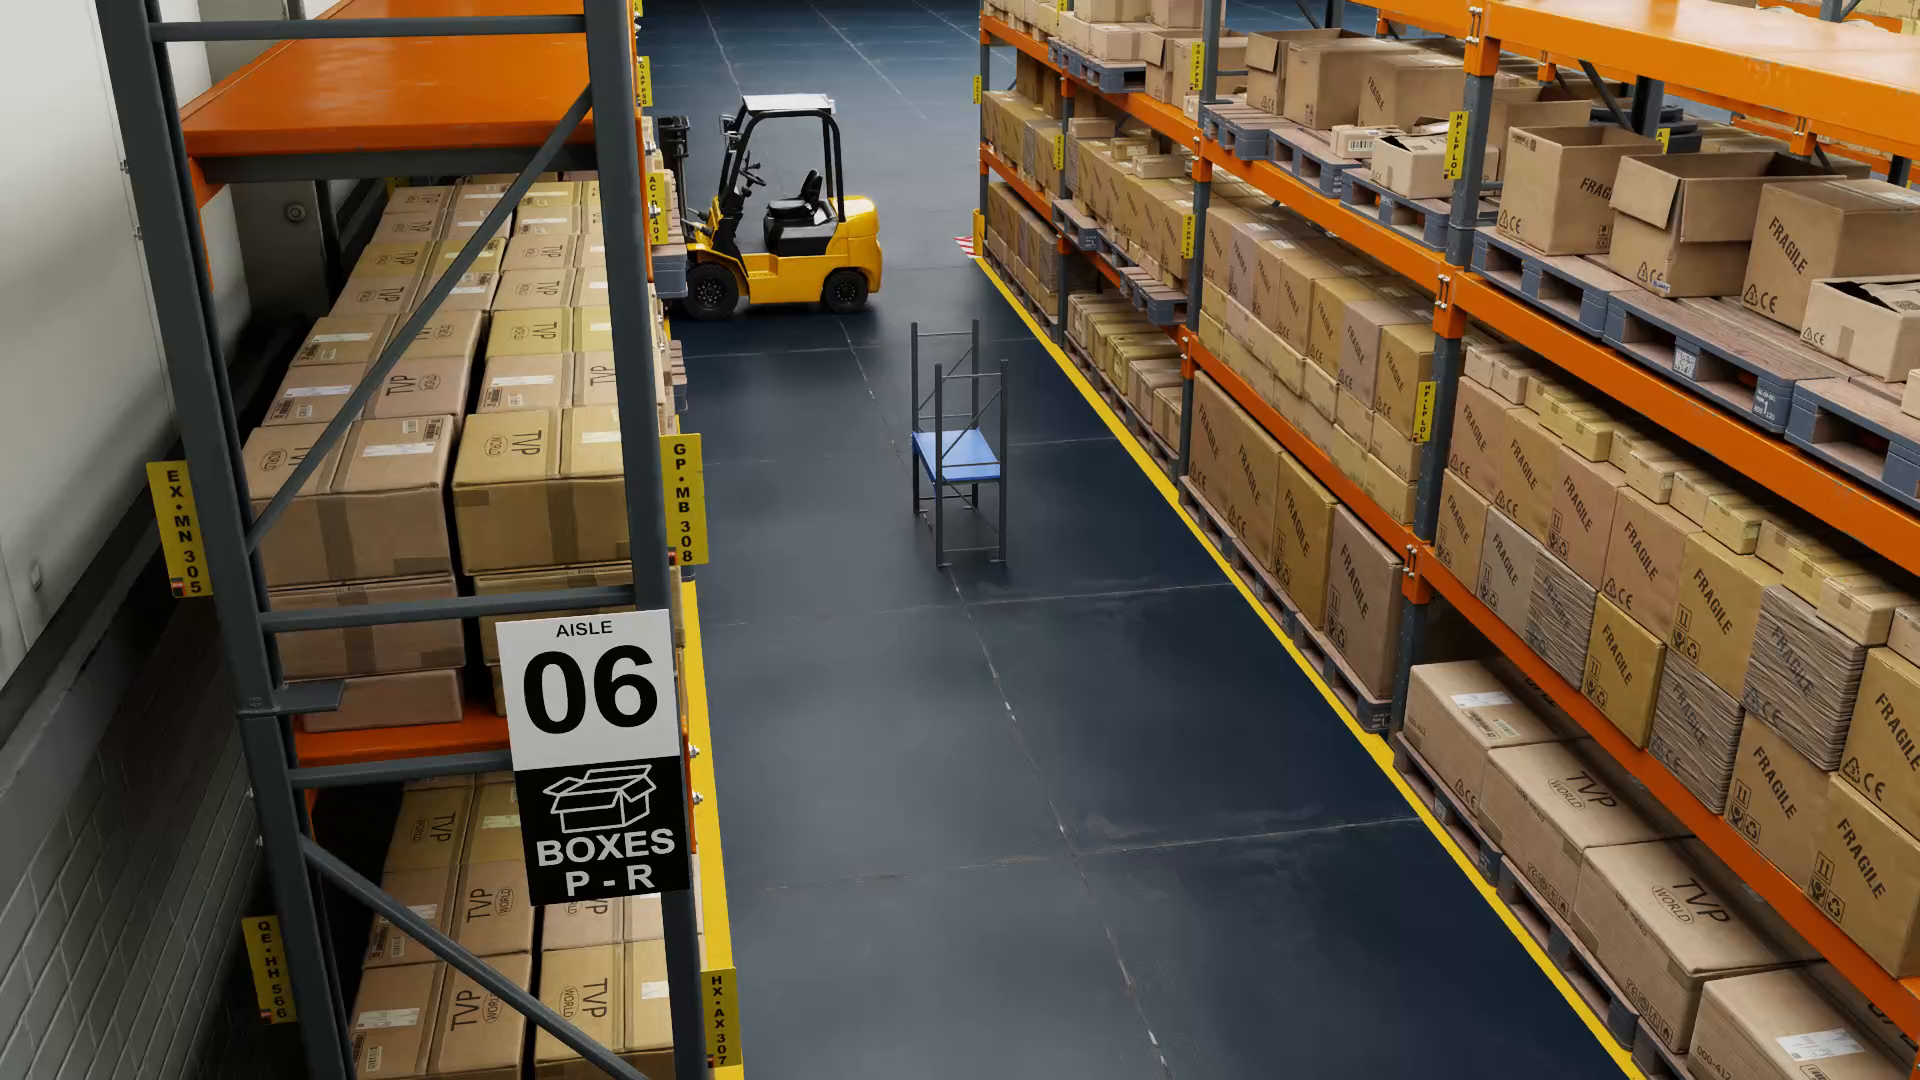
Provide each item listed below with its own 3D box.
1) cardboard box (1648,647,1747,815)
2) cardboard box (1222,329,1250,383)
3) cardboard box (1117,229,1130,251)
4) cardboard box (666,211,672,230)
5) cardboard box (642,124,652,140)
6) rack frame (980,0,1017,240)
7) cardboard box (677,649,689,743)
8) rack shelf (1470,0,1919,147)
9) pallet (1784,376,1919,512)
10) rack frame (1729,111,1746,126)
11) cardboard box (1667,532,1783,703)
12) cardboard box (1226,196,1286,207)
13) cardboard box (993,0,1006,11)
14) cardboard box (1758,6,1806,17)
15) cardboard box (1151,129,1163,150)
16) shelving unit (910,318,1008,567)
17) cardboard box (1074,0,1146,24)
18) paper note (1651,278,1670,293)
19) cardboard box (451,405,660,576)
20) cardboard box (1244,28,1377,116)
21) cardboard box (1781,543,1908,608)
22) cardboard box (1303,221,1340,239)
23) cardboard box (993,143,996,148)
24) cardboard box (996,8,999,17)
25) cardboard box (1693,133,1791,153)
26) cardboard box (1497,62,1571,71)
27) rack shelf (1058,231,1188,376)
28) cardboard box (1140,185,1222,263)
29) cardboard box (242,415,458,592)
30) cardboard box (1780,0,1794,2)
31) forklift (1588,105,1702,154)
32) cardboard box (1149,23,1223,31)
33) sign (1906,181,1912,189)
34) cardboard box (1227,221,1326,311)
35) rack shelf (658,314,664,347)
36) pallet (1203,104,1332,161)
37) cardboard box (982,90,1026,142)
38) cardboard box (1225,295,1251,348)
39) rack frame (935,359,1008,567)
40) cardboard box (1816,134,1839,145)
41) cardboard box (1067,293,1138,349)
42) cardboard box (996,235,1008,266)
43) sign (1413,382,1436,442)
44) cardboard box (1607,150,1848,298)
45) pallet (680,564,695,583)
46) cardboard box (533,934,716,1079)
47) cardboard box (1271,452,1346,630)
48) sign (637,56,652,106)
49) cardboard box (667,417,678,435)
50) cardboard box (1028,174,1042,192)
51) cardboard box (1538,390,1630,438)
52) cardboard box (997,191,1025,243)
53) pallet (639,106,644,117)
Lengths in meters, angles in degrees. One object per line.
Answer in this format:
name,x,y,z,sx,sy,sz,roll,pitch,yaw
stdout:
cardboard box,3.167,0.739,6.684,0.500,0.500,0.500,-4,24,-8
cardboard box,2.176,-1.311,11.691,0.500,0.250,0.500,-5,24,-11
cardboard box,1.564,-2.584,14.207,0.380,0.149,0.250,-5,24,-11
cardboard box,-1.596,-1.598,8.078,0.380,0.149,0.250,-4,24,-9
cardboard box,-1.848,-2.135,8.935,0.380,0.149,0.250,-4,24,-9
rack frame,0.741,-4.938,19.808,1.000,3.000,0.127,-4,24,-10
cardboard box,-1.275,0.525,6.180,0.500,0.500,0.500,-4,24,-8
rack shelf,3.329,-1.667,6.223,1.077,0.370,4.000,-4,24,-10
pallet,3.552,-0.270,5.482,1.003,0.211,1.213,-4,24,-10
rack frame,10.480,-5.671,21.488,1.000,3.000,0.127,-4,24,-10
cardboard box,3.162,0.281,6.484,0.500,0.500,0.500,-4,24,-10
cardboard box,2.364,-2.360,12.884,0.500,0.500,0.500,-5,24,-11
cardboard box,0.655,-5.964,18.225,0.500,0.250,0.500,-5,24,-11
cardboard box,6.961,-4.469,14.450,0.500,0.311,0.500,-5,24,-11
cardboard box,1.928,-3.601,14.917,0.380,0.149,0.250,-5,24,-11
shelving unit,-0.016,-0.721,12.027,0.538,1.500,1.048,-4,24,-10
cardboard box,1.297,-4.637,14.410,0.500,0.250,0.500,-5,24,-11
paper note,2.739,-0.997,6.507,0.006,0.032,0.123,-4,24,-10
cardboard box,-1.013,-0.140,4.266,0.500,0.250,0.500,-5,24,-10
cardboard box,2.438,-3.268,11.584,0.797,0.503,0.637,-6,24,-13
cardboard box,3.229,0.132,6.015,0.380,0.149,0.250,-4,24,-9
cardboard box,2.676,-1.910,11.501,0.500,0.500,0.500,-4,24,-9
cardboard box,0.600,-4.674,19.518,0.380,0.149,0.250,-4,24,-10
cardboard box,0.619,-5.946,18.683,0.380,0.149,0.250,-5,24,-11
cardboard box,6.801,-3.279,14.636,0.700,0.500,0.500,-5,24,-11
cardboard box,6.111,-4.912,18.213,0.875,0.550,0.550,-4,24,-10
rack shelf,1.850,-2.248,14.549,1.077,0.370,4.000,-4,24,-10
cardboard box,1.756,-2.527,13.266,0.500,0.500,0.500,-5,24,-11
cardboard box,-1.535,-0.101,4.177,0.500,0.250,0.500,-5,24,-11
cardboard box,10.315,-6.769,20.440,0.500,0.250,0.500,-4,24,-8
forklift,4.932,-2.011,13.191,1.130,2.935,3.031,1,24,3
cardboard box,1.913,-4.244,14.134,0.500,0.250,0.500,-4,24,-9
sign,7.598,-2.735,13.418,0.100,0.325,0.005,-4,24,-10
cardboard box,2.172,-1.889,11.453,0.500,0.500,0.500,-4,24,-10
rack shelf,-2.288,-1.681,9.501,1.077,0.370,4.000,-4,24,-10
pallet,2.391,-2.830,11.470,1.213,0.211,1.003,-3,24,-7
cardboard box,0.556,-4.913,19.255,0.500,0.500,0.500,-5,24,-11
cardboard box,2.166,-1.531,11.570,0.500,0.250,0.500,-4,24,-8
rack frame,0.078,-0.521,11.569,0.500,1.500,0.032,-4,24,-10
cardboard box,10.480,-4.829,19.874,0.380,0.149,0.250,-4,24,-10
cardboard box,1.580,-2.147,16.176,0.950,0.372,0.625,-4,24,-9
cardboard box,0.705,-3.331,19.040,0.500,0.250,0.500,-3,24,-8
sign,2.428,-0.668,8.684,0.100,0.325,0.005,-4,24,-10
cardboard box,3.241,-1.350,7.067,0.797,0.503,0.637,-2,24,-6
pallet,-1.958,-0.083,8.933,1.003,0.211,1.213,-4,24,-10
cardboard box,-0.997,1.458,4.979,0.500,0.250,0.500,-4,24,-9
cardboard box,2.592,-0.029,10.699,0.875,0.875,0.875,-4,24,-8
sign,-2.124,-3.073,11.145,0.100,0.325,0.005,-4,24,-10
cardboard box,-1.787,-0.294,8.526,0.700,0.500,0.500,-4,24,-8
cardboard box,0.930,-3.753,17.409,0.380,0.149,0.250,-5,24,-11
cardboard box,2.901,-0.576,7.637,0.380,0.149,0.250,-4,24,-10
cardboard box,0.724,-3.662,18.860,0.500,0.500,0.500,-5,24,-12
pallet,-2.871,-2.971,11.792,1.213,0.211,1.003,-3,24,-7
